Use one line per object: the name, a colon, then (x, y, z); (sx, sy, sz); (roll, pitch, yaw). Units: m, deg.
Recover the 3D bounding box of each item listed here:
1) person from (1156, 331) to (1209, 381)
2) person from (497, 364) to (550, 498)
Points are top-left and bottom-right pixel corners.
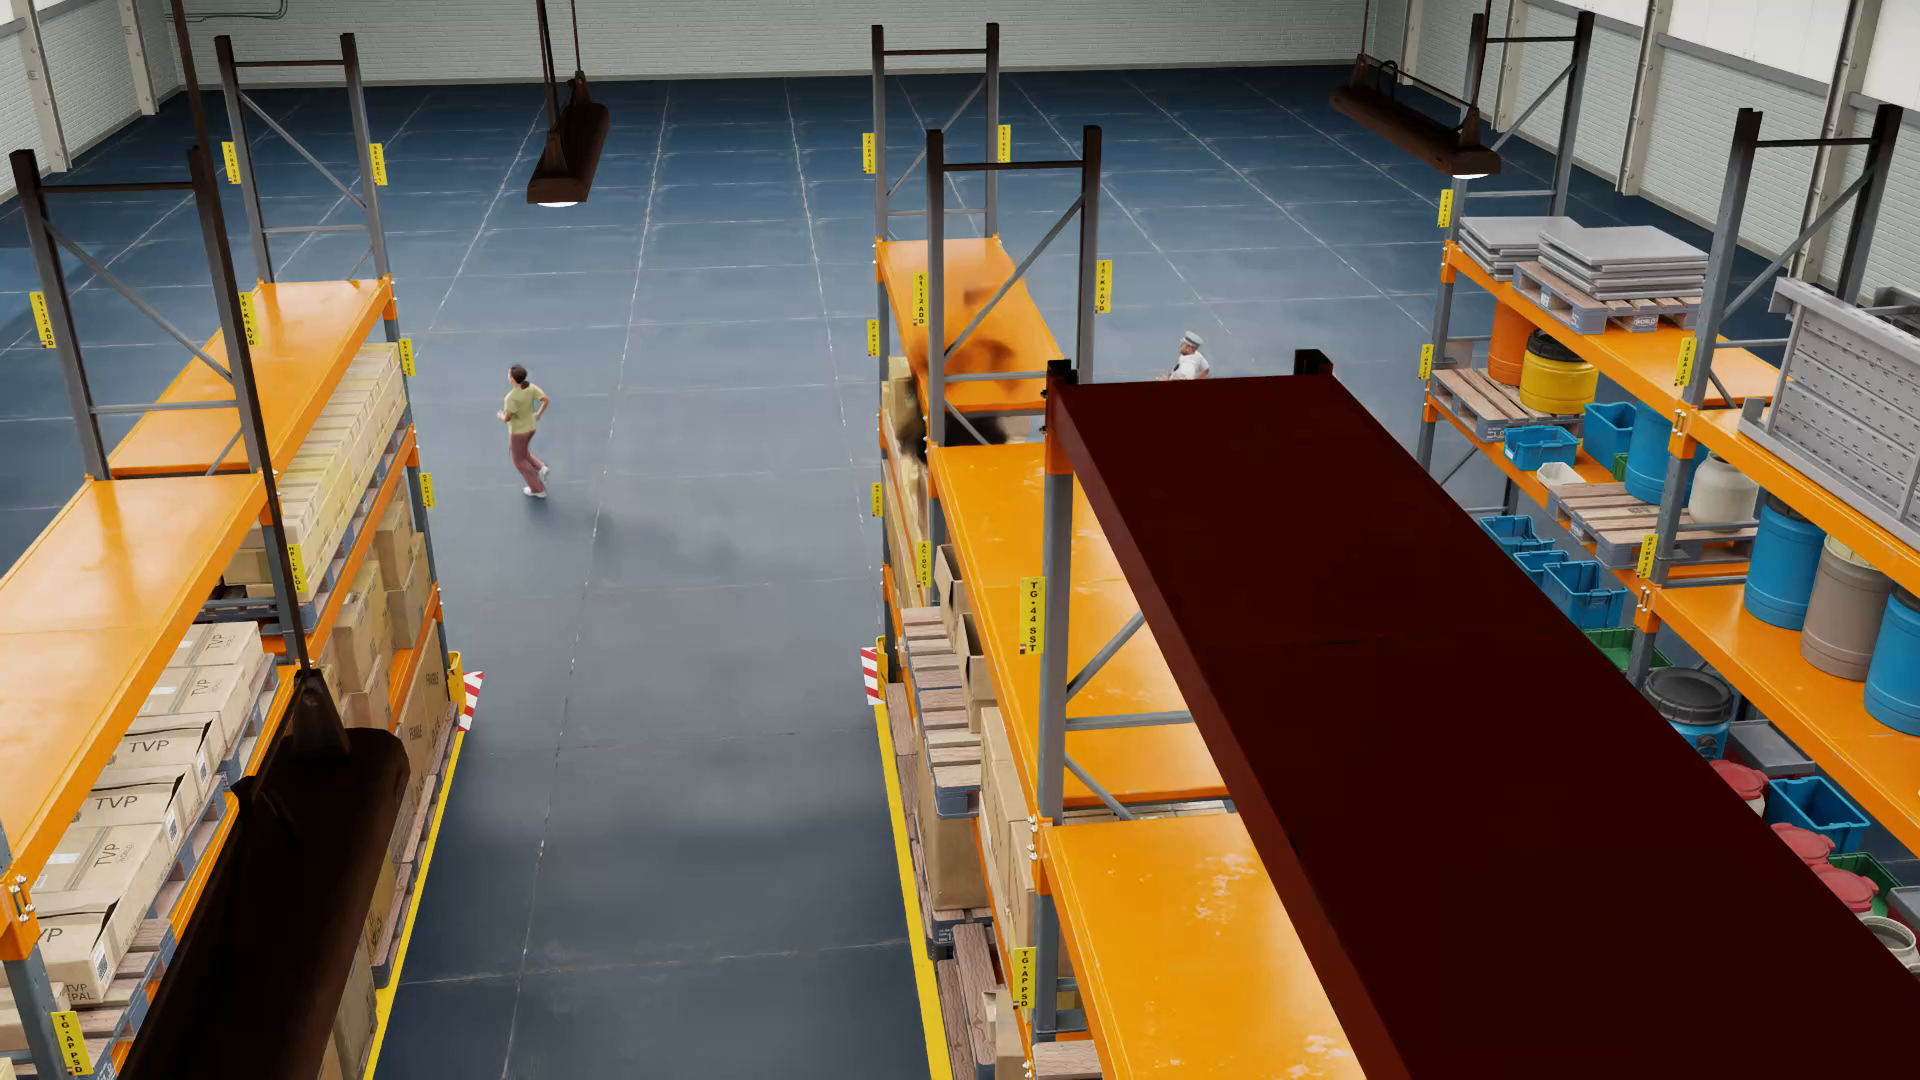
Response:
person: (2.680, -1.660, 19.913); (0.912, 1.755, 0.672); (6, 26, 12)
person: (-5.099, -1.280, 19.286); (0.537, 1.623, 0.567); (11, 28, 22)
